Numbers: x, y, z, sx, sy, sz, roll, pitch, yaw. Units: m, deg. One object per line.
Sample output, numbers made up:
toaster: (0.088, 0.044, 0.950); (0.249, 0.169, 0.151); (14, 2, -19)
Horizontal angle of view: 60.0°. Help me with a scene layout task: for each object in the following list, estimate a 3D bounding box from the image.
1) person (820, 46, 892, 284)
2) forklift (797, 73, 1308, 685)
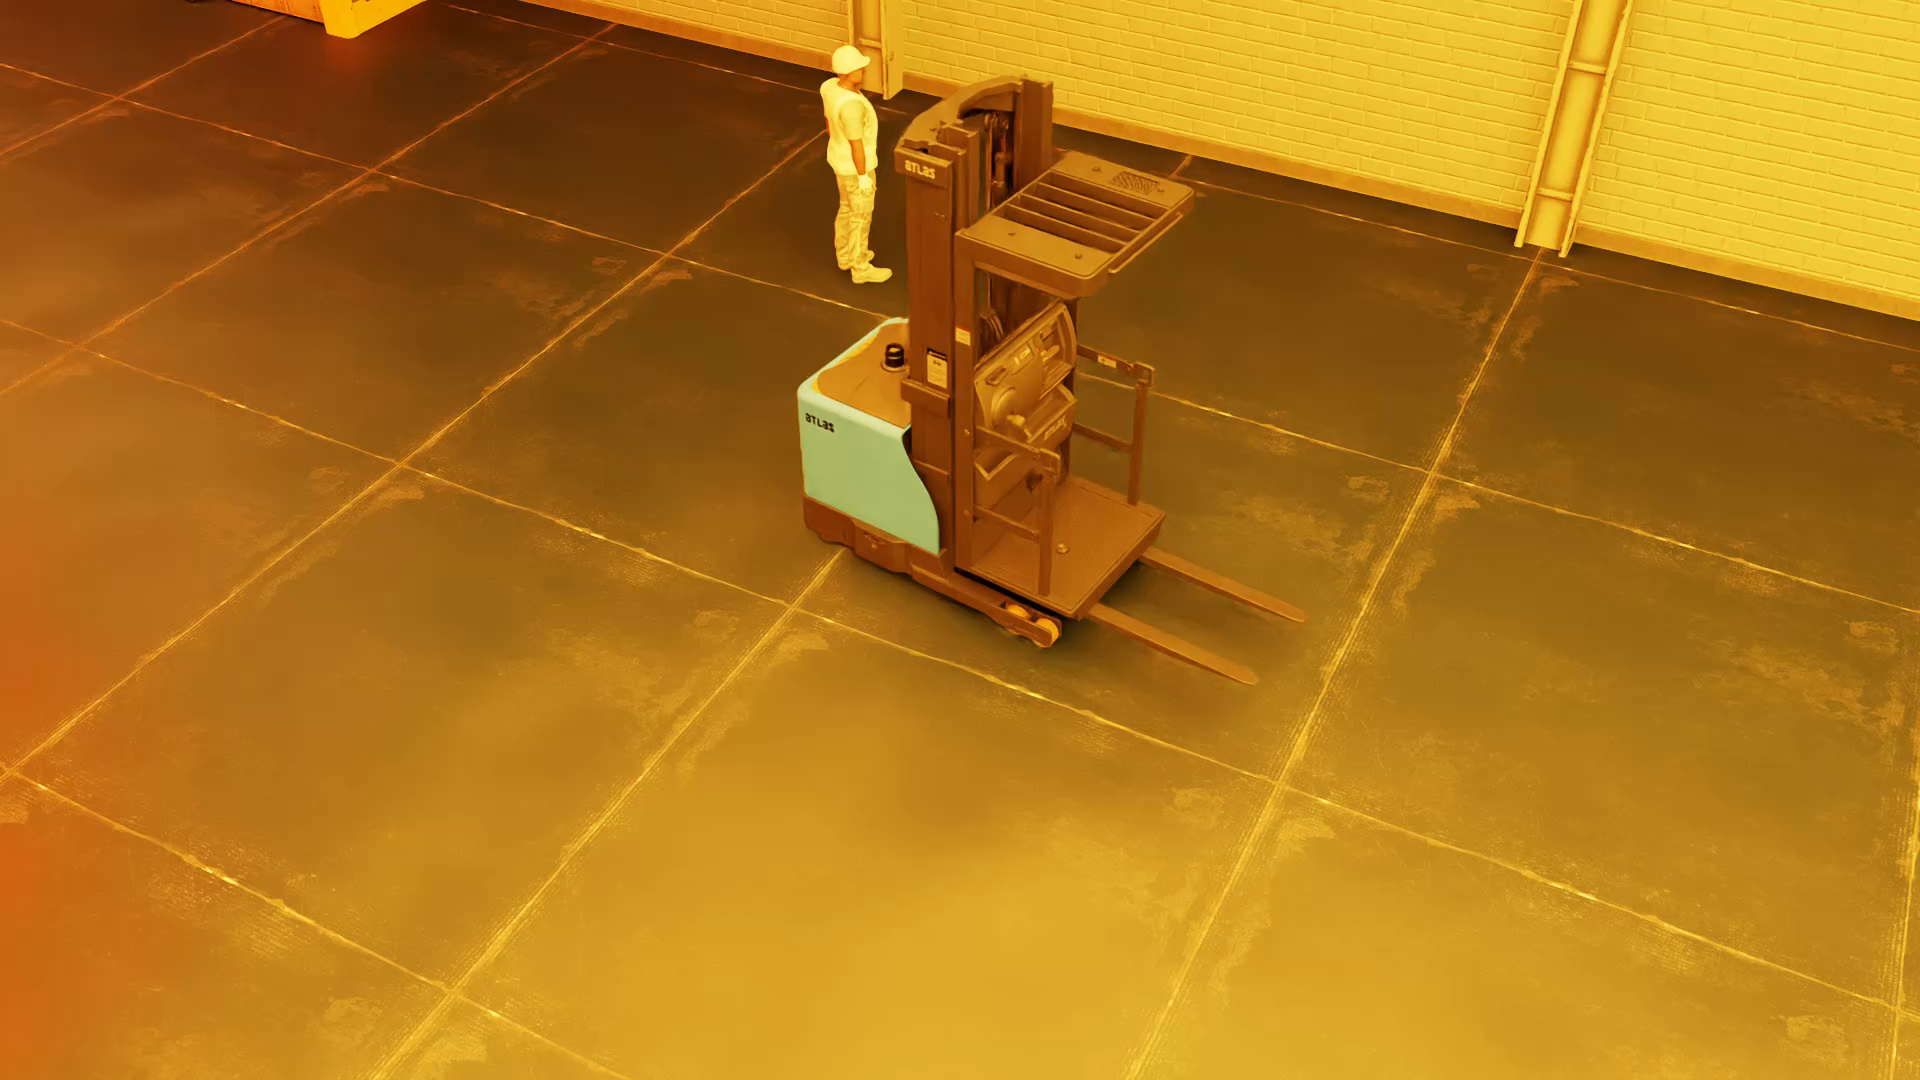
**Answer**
person: (-0.761, -2.747, 12.138); (0.375, 1.789, 0.577); (-15, 43, -18)
forklift: (0.534, -0.898, 9.053); (3.031, 2.935, 1.130); (24, 46, 26)
